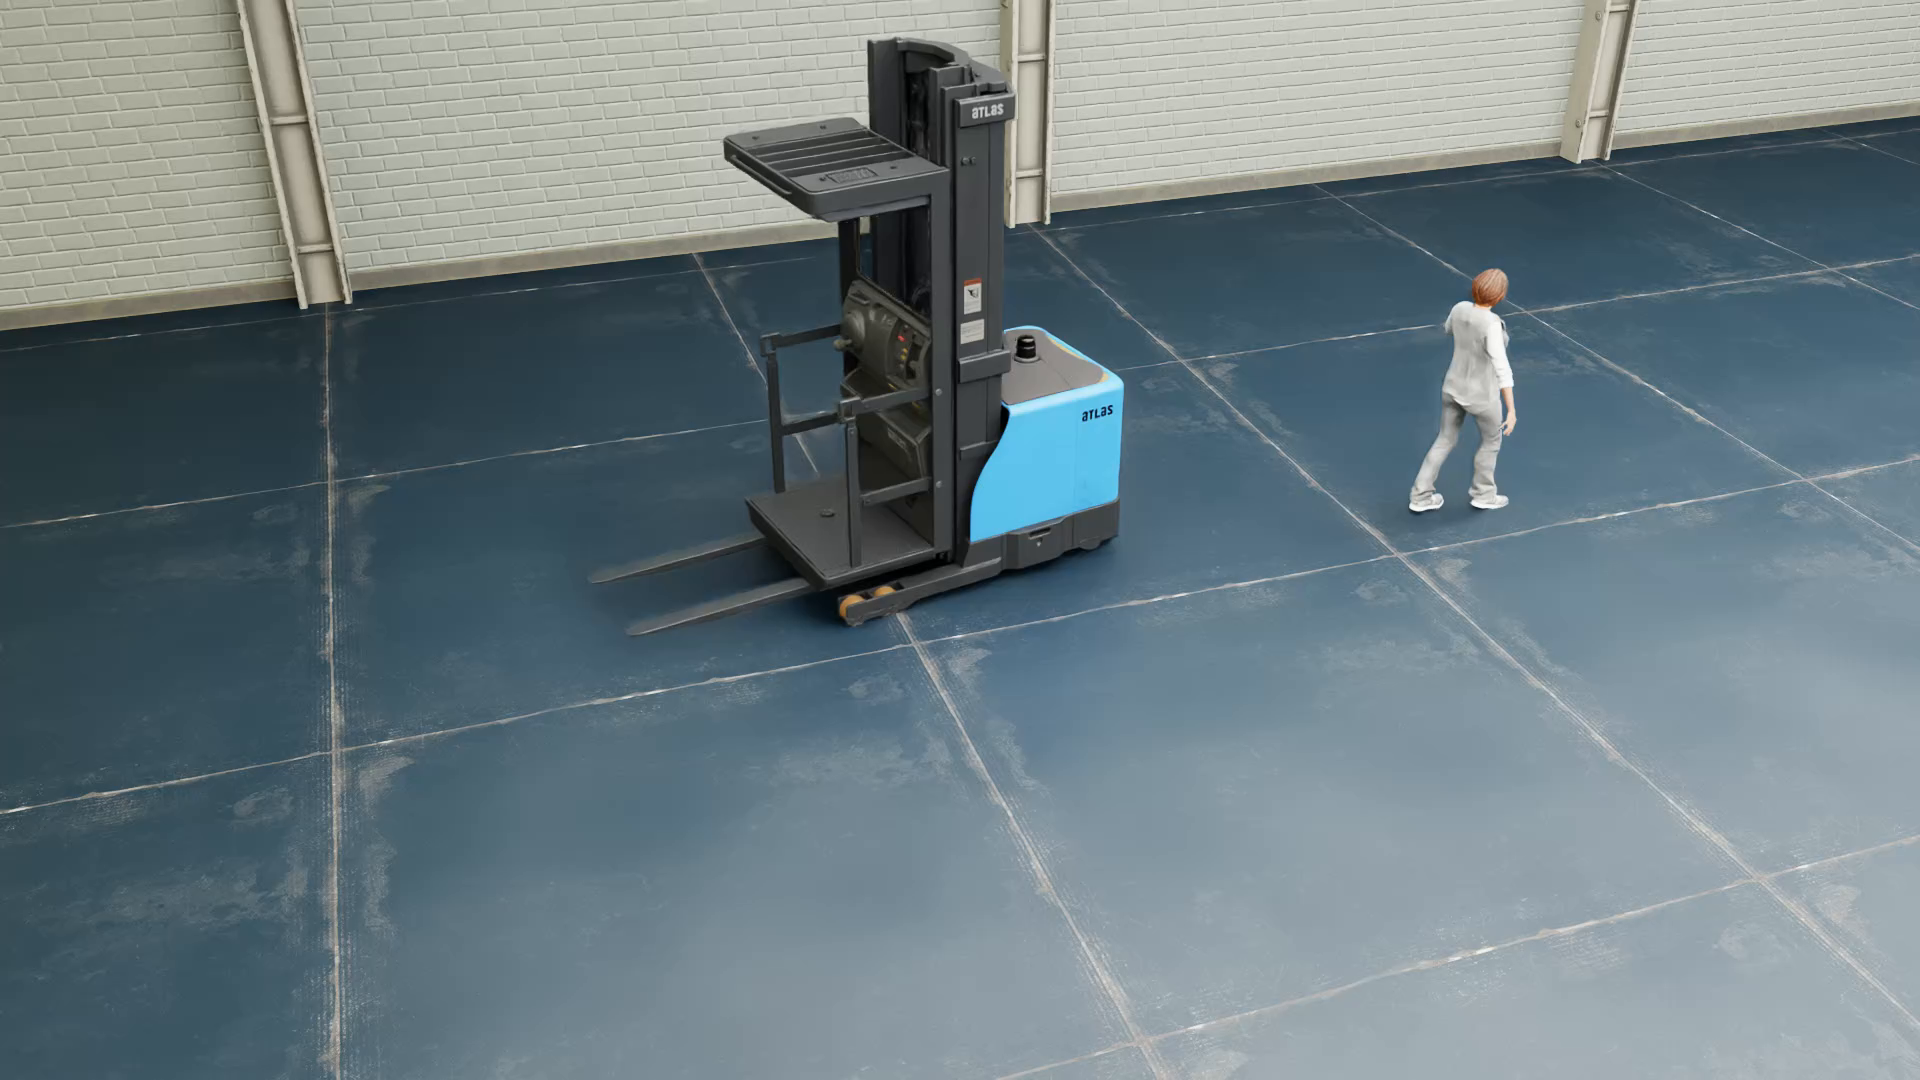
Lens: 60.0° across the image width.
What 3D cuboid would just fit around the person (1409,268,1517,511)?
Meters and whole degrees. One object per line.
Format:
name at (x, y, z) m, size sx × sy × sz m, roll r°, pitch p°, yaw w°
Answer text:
person at (3.127, -0.868, 9.987) m, size 0.701 × 1.573 × 0.826 m, roll -16°, pitch 34°, yaw -26°

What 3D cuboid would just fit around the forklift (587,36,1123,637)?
forklift at (-0.587, -1.096, 8.992) m, size 3.031 × 2.935 × 1.130 m, roll -16°, pitch 34°, yaw -26°
